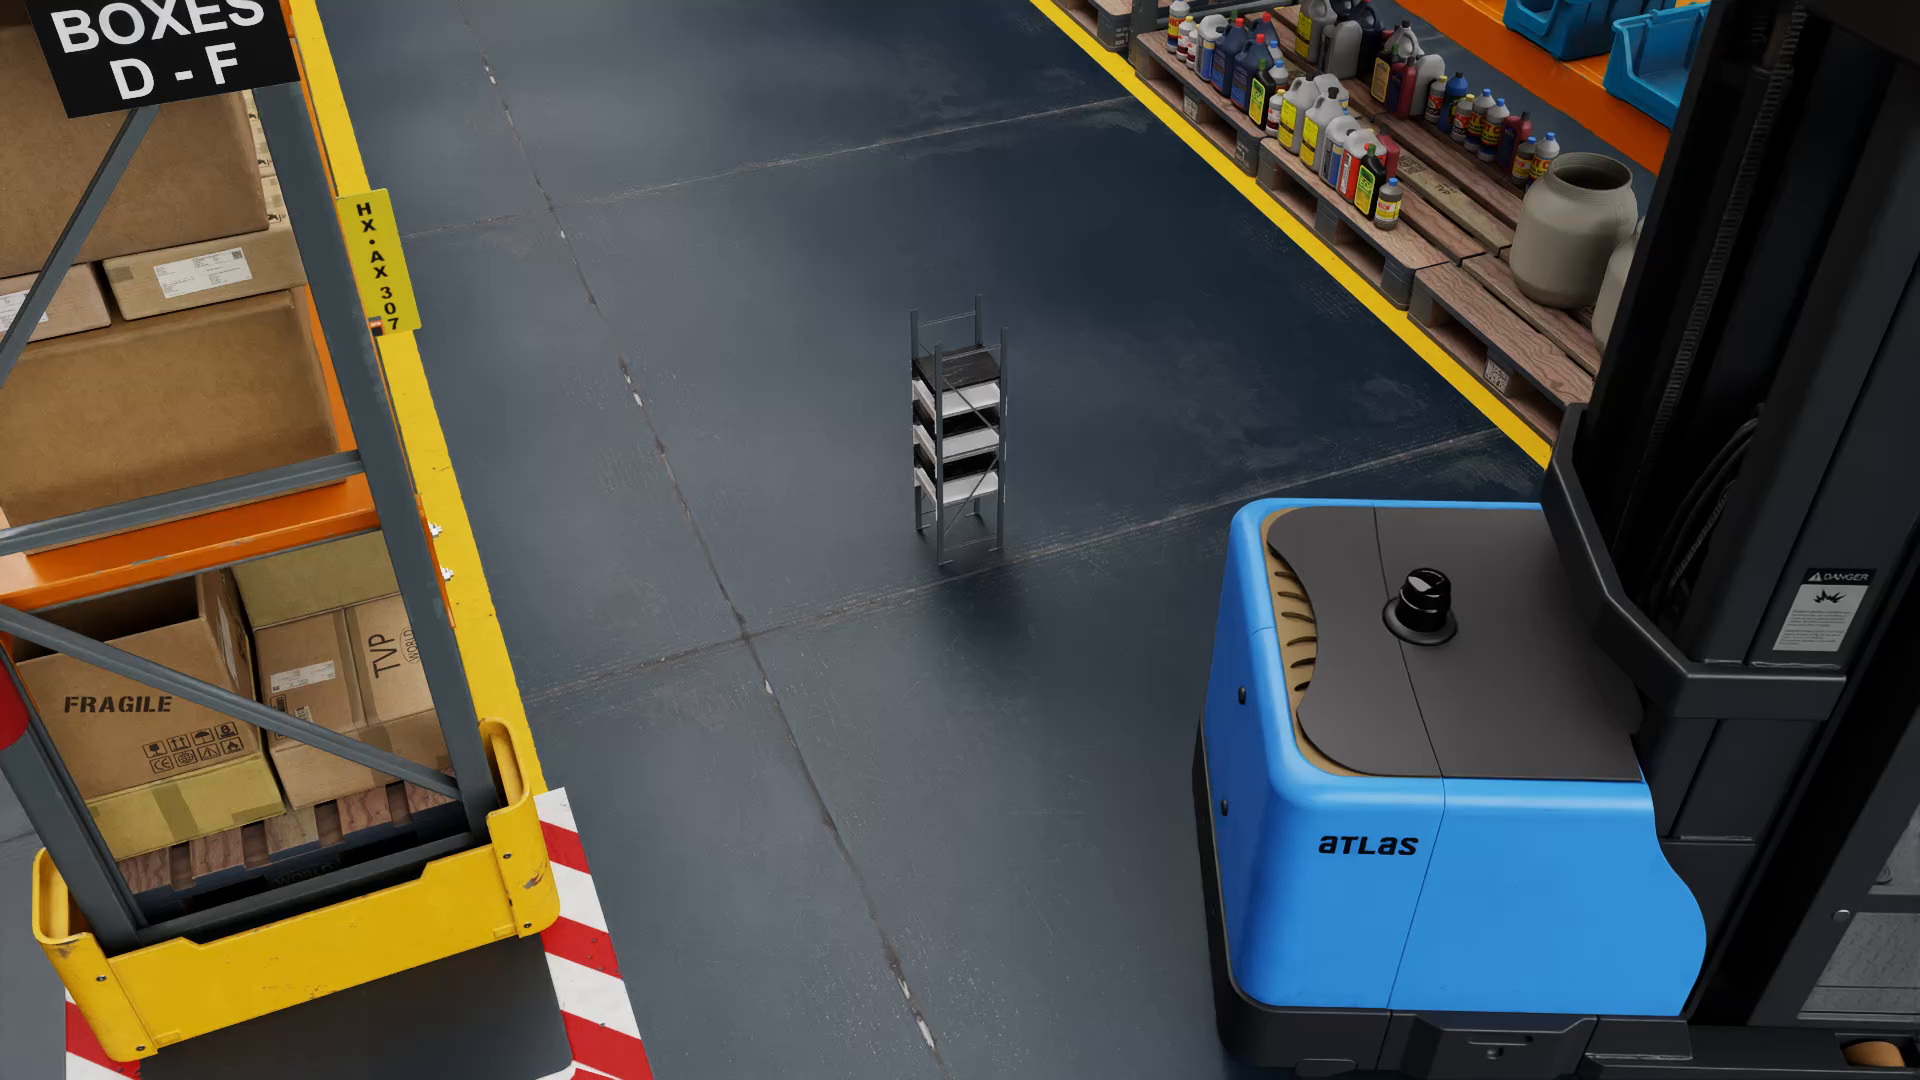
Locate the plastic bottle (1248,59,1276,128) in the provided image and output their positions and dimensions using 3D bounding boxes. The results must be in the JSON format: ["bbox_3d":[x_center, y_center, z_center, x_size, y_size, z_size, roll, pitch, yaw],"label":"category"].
[{"bbox_3d":[1.377,-2.032,7.558,0.061,0.283,0.133,-13,42,-15],"label":"plastic bottle"}]

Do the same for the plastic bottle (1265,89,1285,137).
[{"bbox_3d":[1.439,-1.934,7.507,0.097,0.201,0.097,0,41,0],"label":"plastic bottle"}]

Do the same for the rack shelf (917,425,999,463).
[{"bbox_3d":[-0.003,-0.336,5.471,0.221,0.026,0.190,-15,43,-17],"label":"rack shelf"}]

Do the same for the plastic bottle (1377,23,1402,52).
[{"bbox_3d":[2.042,-2.325,7.900,0.061,0.283,0.133,-12,42,-14],"label":"plastic bottle"}]

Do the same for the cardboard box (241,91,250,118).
[{"bbox_3d":[-2.086,-1.226,3.804,0.700,0.500,0.500,-16,43,-18],"label":"cardboard box"}]

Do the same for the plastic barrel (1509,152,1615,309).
[{"bbox_3d":[2.371,-1.194,6.423,0.421,0.512,0.421,0,41,0],"label":"plastic barrel"}]

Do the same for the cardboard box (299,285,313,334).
[{"bbox_3d":[-2.064,-0.702,4.189,0.700,0.500,0.500,-14,43,-16],"label":"cardboard box"}]

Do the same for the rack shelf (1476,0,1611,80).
[{"bbox_3d":[2.120,-2.305,6.531,0.919,0.124,3.809,-15,43,-17],"label":"rack shelf"}]

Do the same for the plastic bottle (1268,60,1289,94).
[{"bbox_3d":[1.444,-2.058,7.597,0.097,0.271,0.097,0,41,0],"label":"plastic bottle"}]

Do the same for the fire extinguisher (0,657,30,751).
[{"bbox_3d":[-2.076,0.152,3.333,0.296,0.674,0.183,-15,43,-17],"label":"fire extinguisher"}]

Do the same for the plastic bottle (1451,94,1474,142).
[{"bbox_3d":[2.272,-1.901,7.468,0.097,0.201,0.097,0,41,0],"label":"plastic bottle"}]

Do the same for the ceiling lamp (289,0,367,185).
[{"bbox_3d":[-3.571,-2.857,9.072,0.159,0.001,4.000,-15,43,-17],"label":"ceiling lamp"}]

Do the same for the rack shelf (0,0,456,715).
[{"bbox_3d":[-2.457,-0.997,5.160,1.077,0.370,4.000,-15,43,-17],"label":"rack shelf"}]

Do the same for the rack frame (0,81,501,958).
[{"bbox_3d":[-1.692,-0.065,3.525,1.000,3.000,0.127,-15,43,-17],"label":"rack frame"}]

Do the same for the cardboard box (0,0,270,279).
[{"bbox_3d":[-1.879,-0.911,3.437,0.700,0.500,0.500,-15,43,-17],"label":"cardboard box"}]

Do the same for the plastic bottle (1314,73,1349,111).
[{"bbox_3d":[1.643,-1.935,7.451,0.152,0.276,0.135,-15,43,-17],"label":"plastic bottle"}]

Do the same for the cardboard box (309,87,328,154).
[{"bbox_3d":[-3.148,-1.896,7.441,0.500,0.250,0.500,-16,43,-18],"label":"cardboard box"}]

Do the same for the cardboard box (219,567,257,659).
[{"bbox_3d":[-2.373,0.271,4.921,0.500,0.250,0.500,-15,43,-17],"label":"cardboard box"}]

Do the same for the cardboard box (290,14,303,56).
[{"bbox_3d":[-3.337,-2.418,7.618,0.500,0.311,0.500,-16,43,-17],"label":"cardboard box"}]

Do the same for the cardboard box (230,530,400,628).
[{"bbox_3d":[-1.885,-0.145,4.830,0.500,0.500,0.500,-15,43,-17],"label":"cardboard box"}]

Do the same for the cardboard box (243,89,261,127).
[{"bbox_3d":[-1.841,-0.948,3.977,0.380,0.149,0.250,-15,43,-17],"label":"cardboard box"}]

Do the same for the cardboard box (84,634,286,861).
[{"bbox_3d":[-2.170,0.569,4.574,0.500,0.250,0.500,-15,43,-17],"label":"cardboard box"}]

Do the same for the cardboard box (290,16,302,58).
[{"bbox_3d":[-3.151,-2.115,7.265,0.500,0.311,0.500,-15,43,-17],"label":"cardboard box"}]

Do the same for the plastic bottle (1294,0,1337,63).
[{"bbox_3d":[1.735,-2.518,8.072,0.144,0.351,0.185,-15,43,-17],"label":"plastic bottle"}]

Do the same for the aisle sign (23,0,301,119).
[{"bbox_3d":[-1.384,-1.087,2.720,0.394,0.787,0.004,-15,43,-17],"label":"aisle sign"}]

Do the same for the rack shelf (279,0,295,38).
[{"bbox_3d":[-2.457,-2.134,4.182,1.077,0.370,4.000,-15,43,-17],"label":"rack shelf"}]

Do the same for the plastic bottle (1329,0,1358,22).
[{"bbox_3d":[1.868,-2.554,8.114,0.144,0.351,0.185,-16,43,-18],"label":"plastic bottle"}]

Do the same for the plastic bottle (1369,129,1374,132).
[{"bbox_3d":[1.762,-1.686,7.219,0.097,0.201,0.097,0,41,0],"label":"plastic bottle"}]

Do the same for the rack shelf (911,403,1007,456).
[{"bbox_3d":[-0.003,-0.389,5.425,0.258,0.077,0.200,-15,43,-17],"label":"rack shelf"}]

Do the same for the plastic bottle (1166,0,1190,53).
[{"bbox_3d":[1.072,-2.539,8.157,0.097,0.271,0.097,0,41,0],"label":"plastic bottle"}]

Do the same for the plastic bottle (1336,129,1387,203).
[{"bbox_3d":[1.707,-1.588,7.048,0.152,0.276,0.135,-15,43,-17],"label":"plastic bottle"}]

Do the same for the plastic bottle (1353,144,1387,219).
[{"bbox_3d":[1.716,-1.498,6.937,0.061,0.283,0.133,-14,43,-16],"label":"plastic bottle"}]

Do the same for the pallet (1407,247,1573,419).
[{"bbox_3d":[2.507,-0.766,6.479,1.003,0.211,1.213,-15,43,-17],"label":"pallet"}]

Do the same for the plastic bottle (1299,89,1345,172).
[{"bbox_3d":[1.587,-1.799,7.235,0.144,0.351,0.185,-13,42,-15],"label":"plastic bottle"}]

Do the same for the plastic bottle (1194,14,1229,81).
[{"bbox_3d":[1.221,-2.353,7.937,0.152,0.276,0.135,-14,43,-15],"label":"plastic bottle"}]

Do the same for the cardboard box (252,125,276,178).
[{"bbox_3d":[-1.747,-0.797,3.802,0.389,0.149,0.264,-15,43,-16],"label":"cardboard box"}]

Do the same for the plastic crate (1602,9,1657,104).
[{"bbox_3d":[2.418,-1.469,5.272,0.499,0.251,0.616,-15,43,-17],"label":"plastic crate"}]

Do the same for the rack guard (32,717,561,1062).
[{"bbox_3d":[-1.683,0.897,4.323,1.175,0.500,0.348,-15,43,-17],"label":"rack guard"}]

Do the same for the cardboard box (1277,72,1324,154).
[{"bbox_3d":[-1.123,-2.335,7.706,4.512,0.551,3.341,-16,43,-18],"label":"cardboard box"}]

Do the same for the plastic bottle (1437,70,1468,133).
[{"bbox_3d":[2.233,-1.989,7.518,0.097,0.271,0.097,0,41,0],"label":"plastic bottle"}]

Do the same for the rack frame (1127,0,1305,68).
[{"bbox_3d":[1.355,-3.708,7.761,1.000,3.000,0.127,-15,43,-17],"label":"rack frame"}]

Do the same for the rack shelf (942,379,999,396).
[{"bbox_3d":[-0.003,-0.537,5.298,0.199,0.015,0.184,-15,43,-17],"label":"rack shelf"}]

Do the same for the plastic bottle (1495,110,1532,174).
[{"bbox_3d":[2.410,-1.746,7.226,0.061,0.283,0.133,-14,43,-16],"label":"plastic bottle"}]

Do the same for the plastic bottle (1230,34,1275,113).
[{"bbox_3d":[1.353,-2.167,7.664,0.144,0.351,0.185,-17,43,-19],"label":"plastic bottle"}]

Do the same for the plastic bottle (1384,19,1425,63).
[{"bbox_3d":[2.065,-2.244,7.753,0.144,0.351,0.185,-15,43,-17],"label":"plastic bottle"}]

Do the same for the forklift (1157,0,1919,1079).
[{"bbox_3d":[2.077,-0.069,3.583,3.031,2.935,1.130,1,41,1],"label":"forklift"}]

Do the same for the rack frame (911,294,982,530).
[{"bbox_3d":[-0.042,-0.407,5.534,0.240,0.900,0.006,-15,43,-17],"label":"rack frame"}]

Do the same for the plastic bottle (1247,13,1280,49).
[{"bbox_3d":[1.414,-2.317,7.838,0.144,0.351,0.185,-15,43,-17],"label":"plastic bottle"}]

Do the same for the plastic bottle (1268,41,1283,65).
[{"bbox_3d":[1.448,-2.193,7.755,0.097,0.271,0.097,0,41,0],"label":"plastic bottle"}]

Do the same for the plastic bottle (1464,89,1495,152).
[{"bbox_3d":[2.310,-1.867,7.376,0.097,0.271,0.097,0,41,0],"label":"plastic bottle"}]

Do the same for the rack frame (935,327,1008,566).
[{"bbox_3d":[0.036,-0.285,5.391,0.240,0.900,0.006,-15,43,-17],"label":"rack frame"}]

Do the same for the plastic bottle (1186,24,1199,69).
[{"bbox_3d":[1.150,-2.390,8.037,0.097,0.201,0.097,0,41,0],"label":"plastic bottle"}]

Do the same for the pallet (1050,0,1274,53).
[{"bbox_3d":[1.019,-3.114,9.209,1.003,0.211,1.213,-15,43,-17],"label":"pallet"}]

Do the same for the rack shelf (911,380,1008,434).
[{"bbox_3d":[-0.003,-0.457,5.367,0.258,0.077,0.200,-15,43,-17],"label":"rack shelf"}]

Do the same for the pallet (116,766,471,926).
[{"bbox_3d":[-2.024,0.542,4.958,1.003,0.211,1.213,-15,43,-17],"label":"pallet"}]

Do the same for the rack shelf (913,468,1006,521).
[{"bbox_3d":[-0.003,-0.184,5.601,0.258,0.077,0.200,-15,43,-17],"label":"rack shelf"}]

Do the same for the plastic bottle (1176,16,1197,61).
[{"bbox_3d":[1.111,-2.451,8.109,0.097,0.201,0.097,0,41,0],"label":"plastic bottle"}]

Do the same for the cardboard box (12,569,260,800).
[{"bbox_3d":[-2.172,0.285,4.329,0.500,0.500,0.500,-15,43,-17],"label":"cardboard box"}]
